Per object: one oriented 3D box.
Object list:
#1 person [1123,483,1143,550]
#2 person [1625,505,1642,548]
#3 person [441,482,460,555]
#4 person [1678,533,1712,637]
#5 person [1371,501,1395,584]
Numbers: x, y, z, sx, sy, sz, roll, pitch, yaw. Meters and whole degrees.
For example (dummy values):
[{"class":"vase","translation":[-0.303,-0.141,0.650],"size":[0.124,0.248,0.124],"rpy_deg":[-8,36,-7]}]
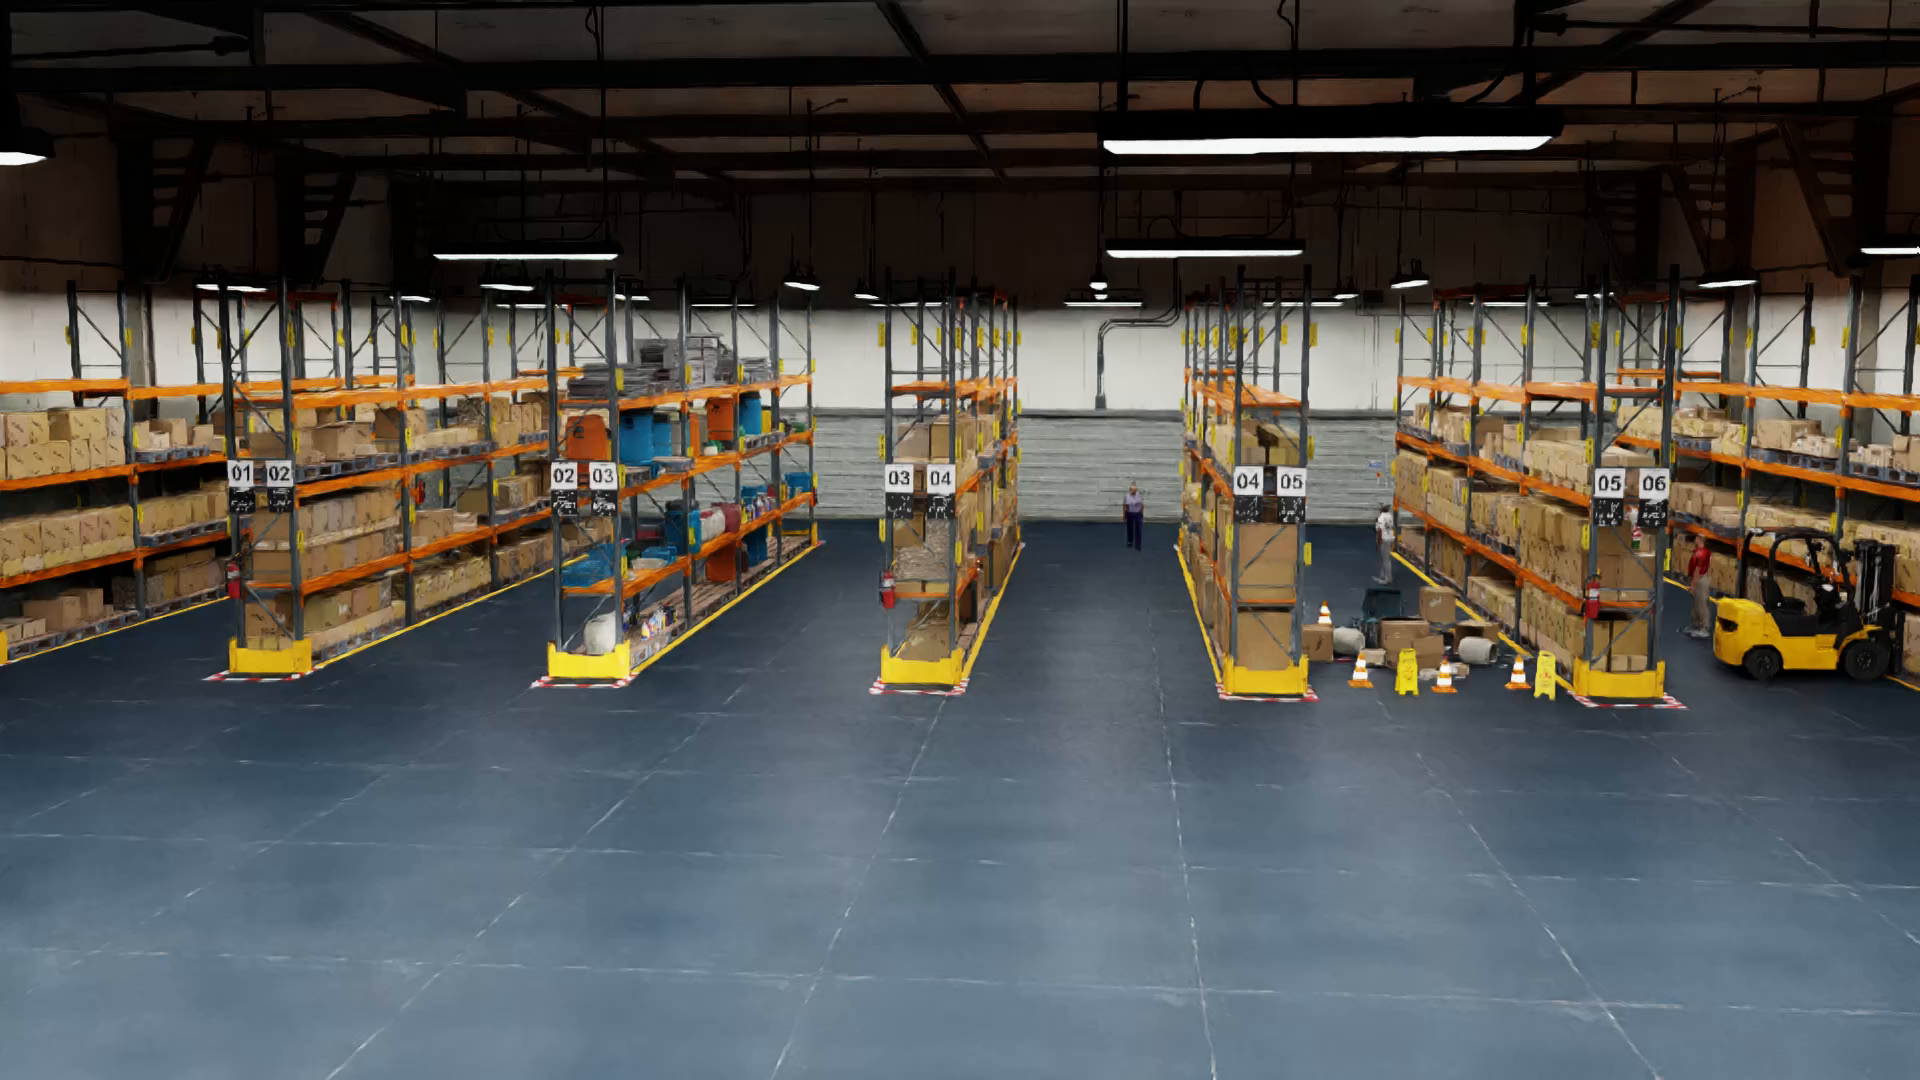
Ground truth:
[{"class":"person","translation":[4.106,-0.581,39.483],"size":[0.479,1.567,1.090],"rpy_deg":[1,7,8]},{"class":"person","translation":[13.695,-0.023,34.009],"size":[0.588,1.785,0.667],"rpy_deg":[3,8,22]},{"class":"person","translation":[-11.752,-0.495,38.312],"size":[0.454,1.679,0.535],"rpy_deg":[-2,7,-13]},{"class":"person","translation":[12.425,0.739,28.022],"size":[0.562,1.726,0.623],"rpy_deg":[5,8,33]},{"class":"person","translation":[8.659,0.035,34.021],"size":[0.551,1.665,0.574],"rpy_deg":[5,9,37]}]
